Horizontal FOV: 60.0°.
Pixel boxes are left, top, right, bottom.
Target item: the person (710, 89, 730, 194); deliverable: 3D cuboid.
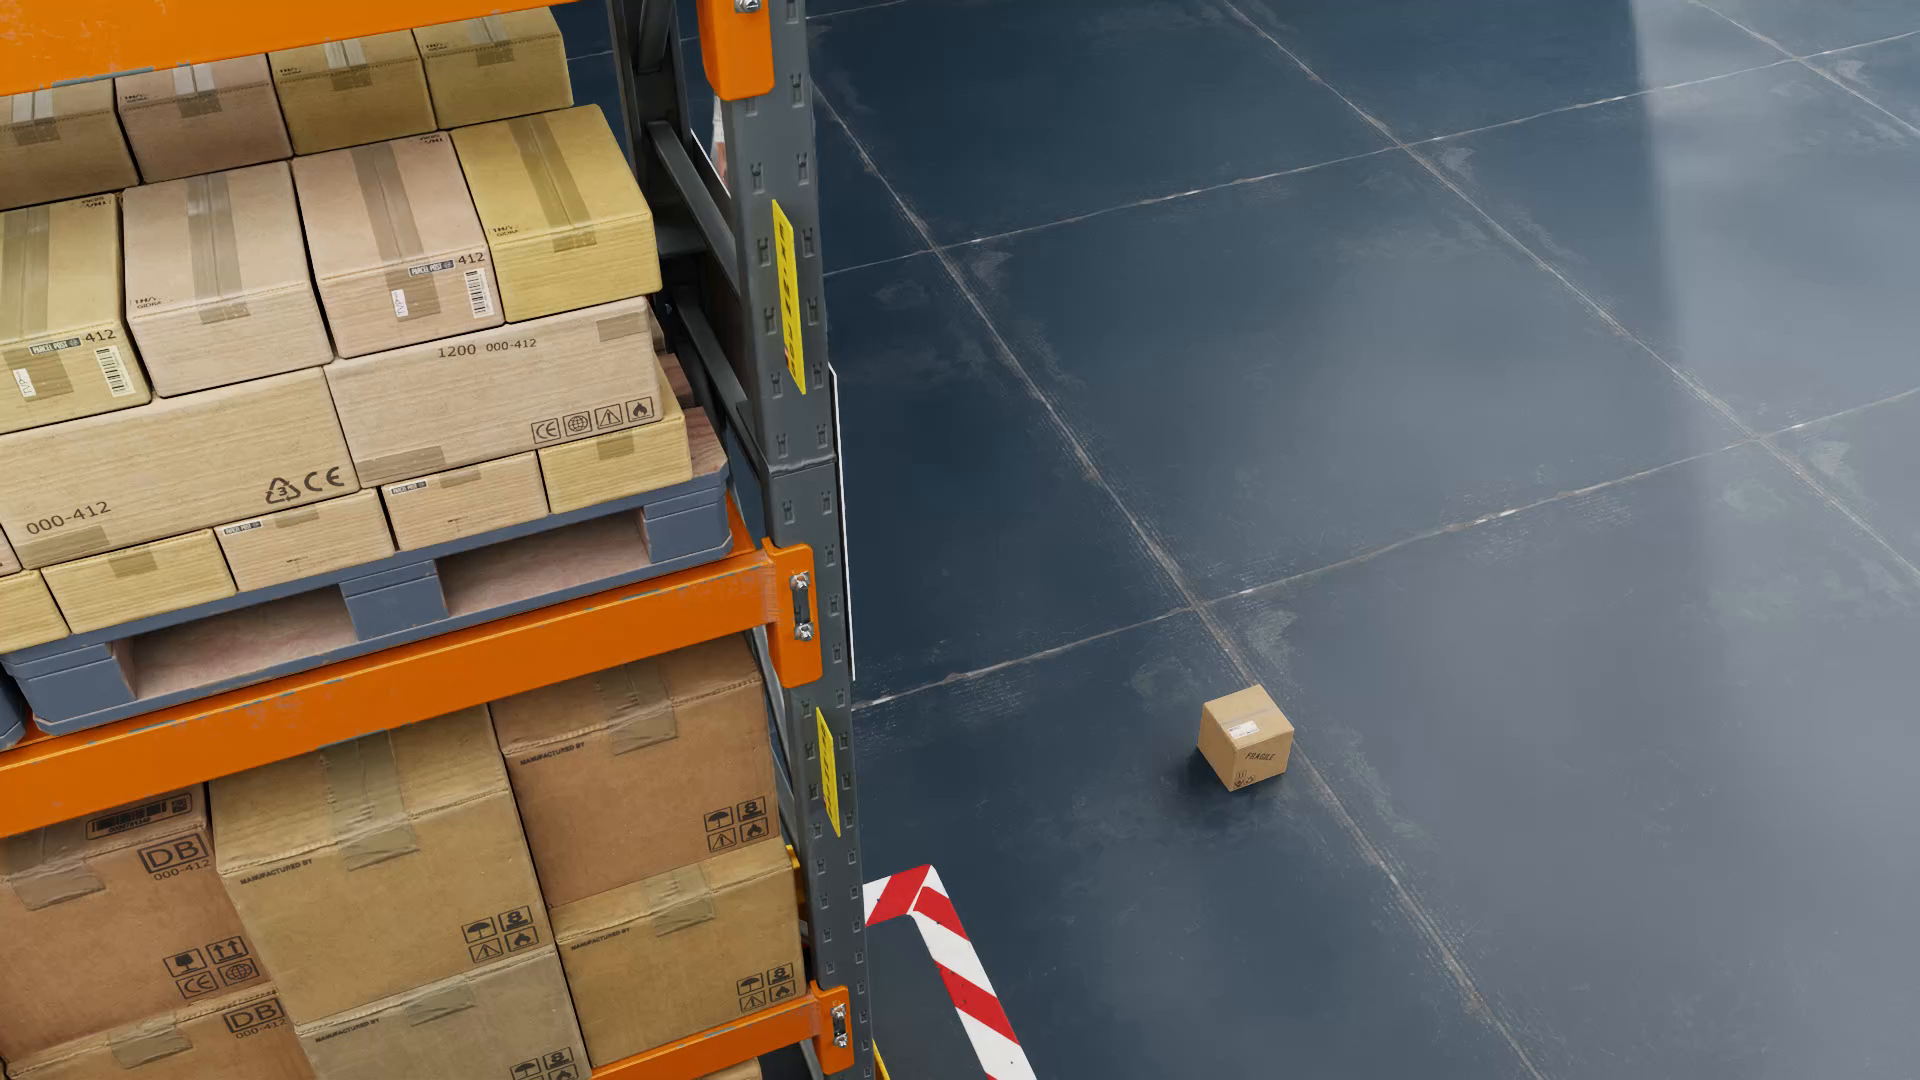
[{"bbox_3d":[-1.088,-2.009,8.381,0.451,1.625,0.679,-23,47,-23],"label":"person"}]
